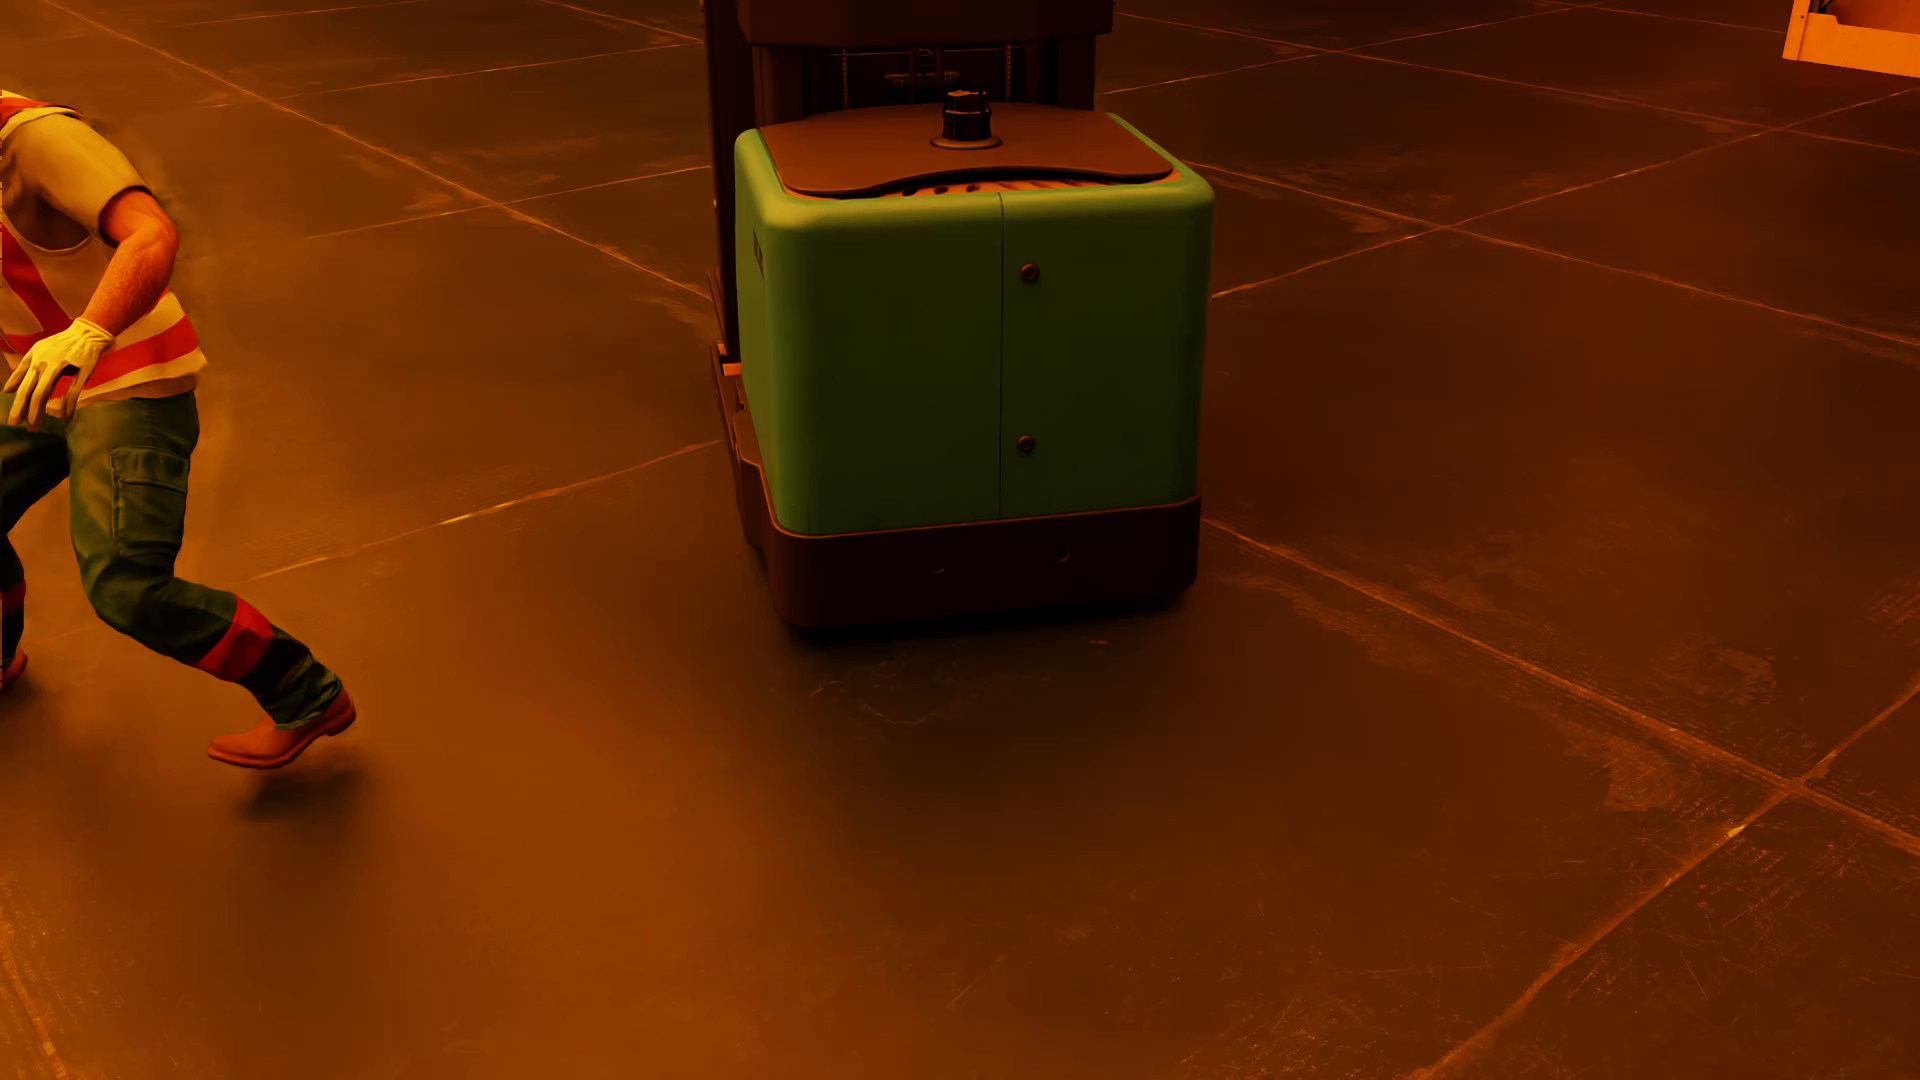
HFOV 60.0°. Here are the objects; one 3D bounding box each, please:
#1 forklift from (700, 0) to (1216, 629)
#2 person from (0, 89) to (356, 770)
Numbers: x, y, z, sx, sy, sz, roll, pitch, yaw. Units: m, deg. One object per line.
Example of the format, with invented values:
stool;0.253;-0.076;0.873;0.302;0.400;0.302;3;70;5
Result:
forklift;-0.211;-1.736;4.703;1.130;2.935;3.031;-5;27;-10
person;-1.828;-0.264;3.347;1.128;1.732;0.579;18;32;33
